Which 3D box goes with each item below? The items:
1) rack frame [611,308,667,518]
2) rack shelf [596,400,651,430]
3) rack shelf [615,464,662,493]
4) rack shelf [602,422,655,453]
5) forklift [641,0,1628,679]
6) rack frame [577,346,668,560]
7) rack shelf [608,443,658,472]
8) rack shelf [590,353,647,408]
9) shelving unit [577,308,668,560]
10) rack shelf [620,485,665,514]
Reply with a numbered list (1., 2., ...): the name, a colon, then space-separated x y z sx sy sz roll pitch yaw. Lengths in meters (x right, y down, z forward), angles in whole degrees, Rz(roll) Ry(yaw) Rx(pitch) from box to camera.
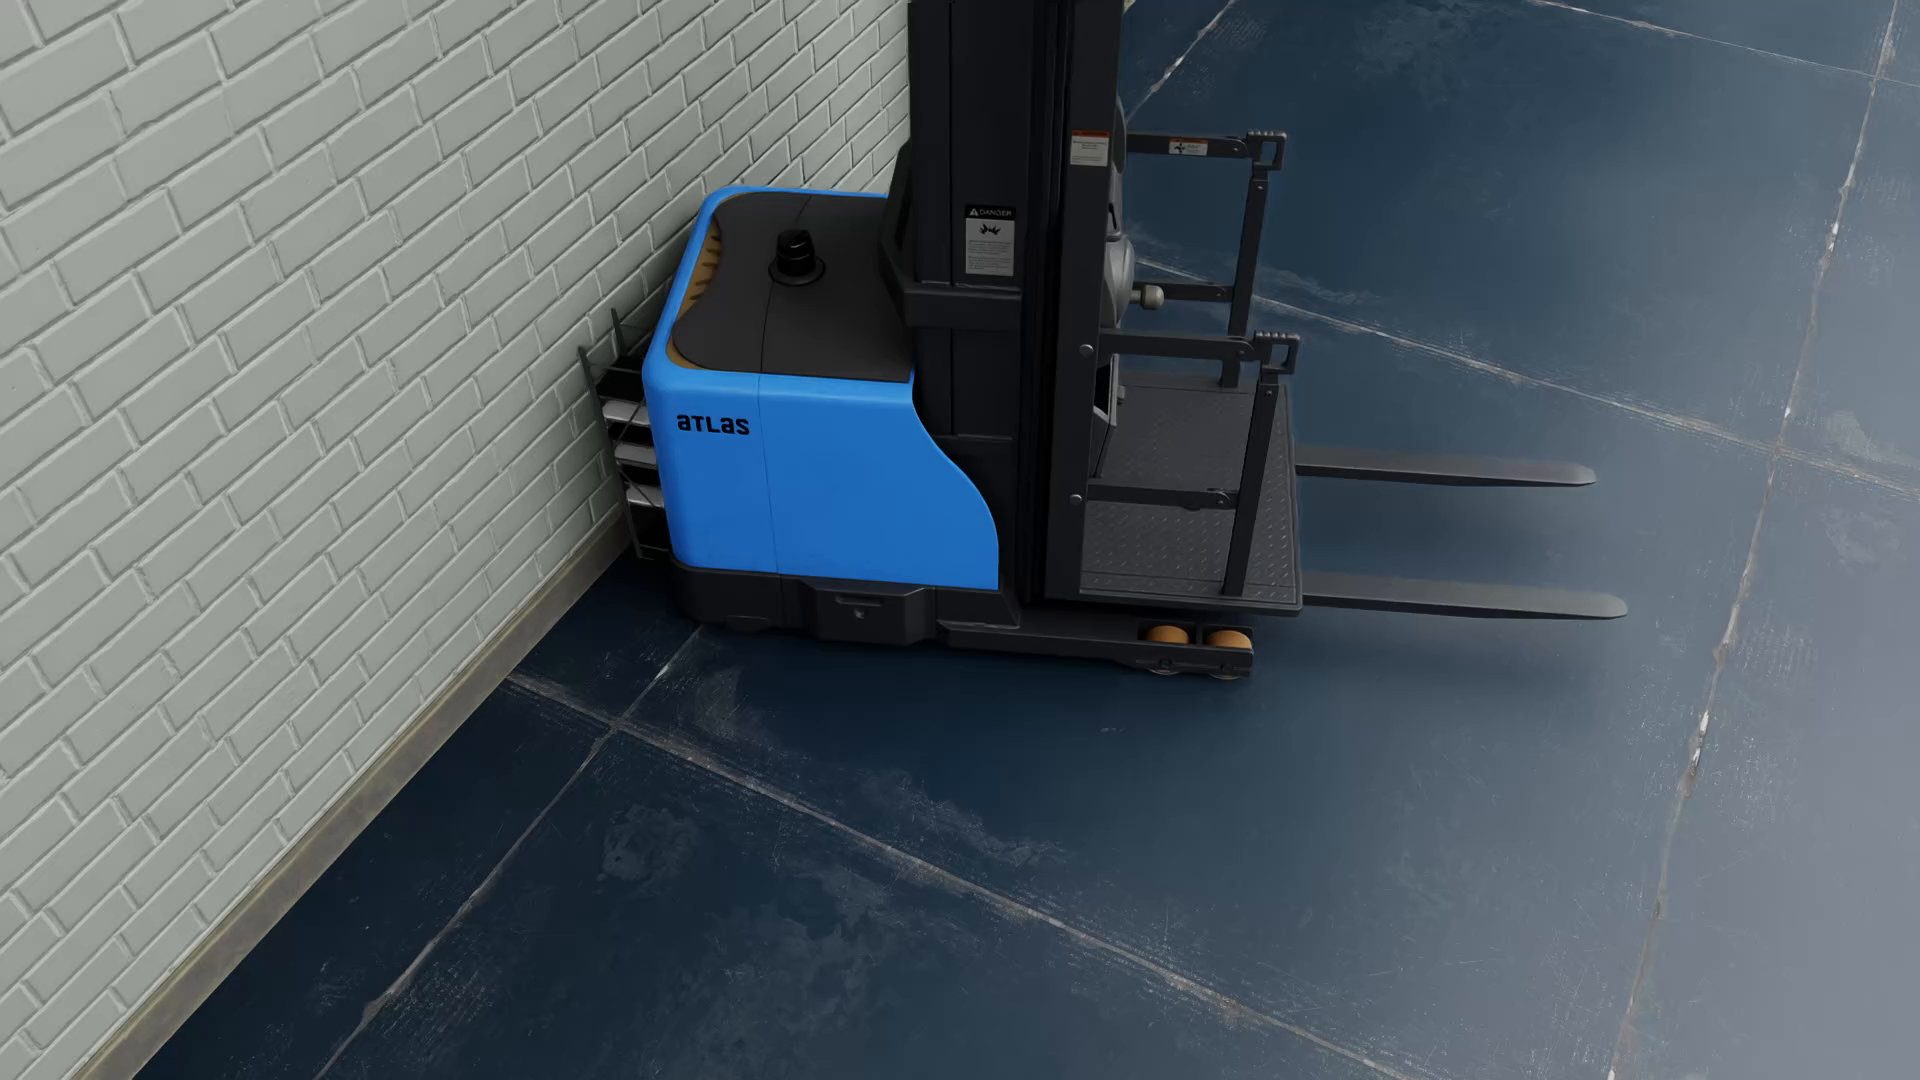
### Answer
1. rack frame: -0.954 -0.380 5.485 0.240 0.900 0.006 11 46 17
2. rack shelf: -0.998 -0.418 5.317 0.258 0.077 0.200 11 46 17
3. rack shelf: -0.979 -0.224 5.503 0.258 0.077 0.200 11 46 17
4. rack shelf: -0.992 -0.353 5.379 0.258 0.077 0.200 11 46 17
5. forklift: 0.620 -0.985 4.663 3.031 2.935 1.130 4 45 4
6. rack frame: -1.022 -0.245 5.350 0.240 0.900 0.006 11 46 17
7. rack shelf: -0.986 -0.288 5.441 0.258 0.077 0.200 11 46 17
8. rack shelf: -1.005 -0.483 5.255 0.258 0.077 0.200 11 46 17
9. shelving unit: -0.988 -0.312 5.418 0.258 0.900 0.210 11 46 17
10. rack shelf: -0.973 -0.159 5.565 0.258 0.077 0.200 11 46 17
